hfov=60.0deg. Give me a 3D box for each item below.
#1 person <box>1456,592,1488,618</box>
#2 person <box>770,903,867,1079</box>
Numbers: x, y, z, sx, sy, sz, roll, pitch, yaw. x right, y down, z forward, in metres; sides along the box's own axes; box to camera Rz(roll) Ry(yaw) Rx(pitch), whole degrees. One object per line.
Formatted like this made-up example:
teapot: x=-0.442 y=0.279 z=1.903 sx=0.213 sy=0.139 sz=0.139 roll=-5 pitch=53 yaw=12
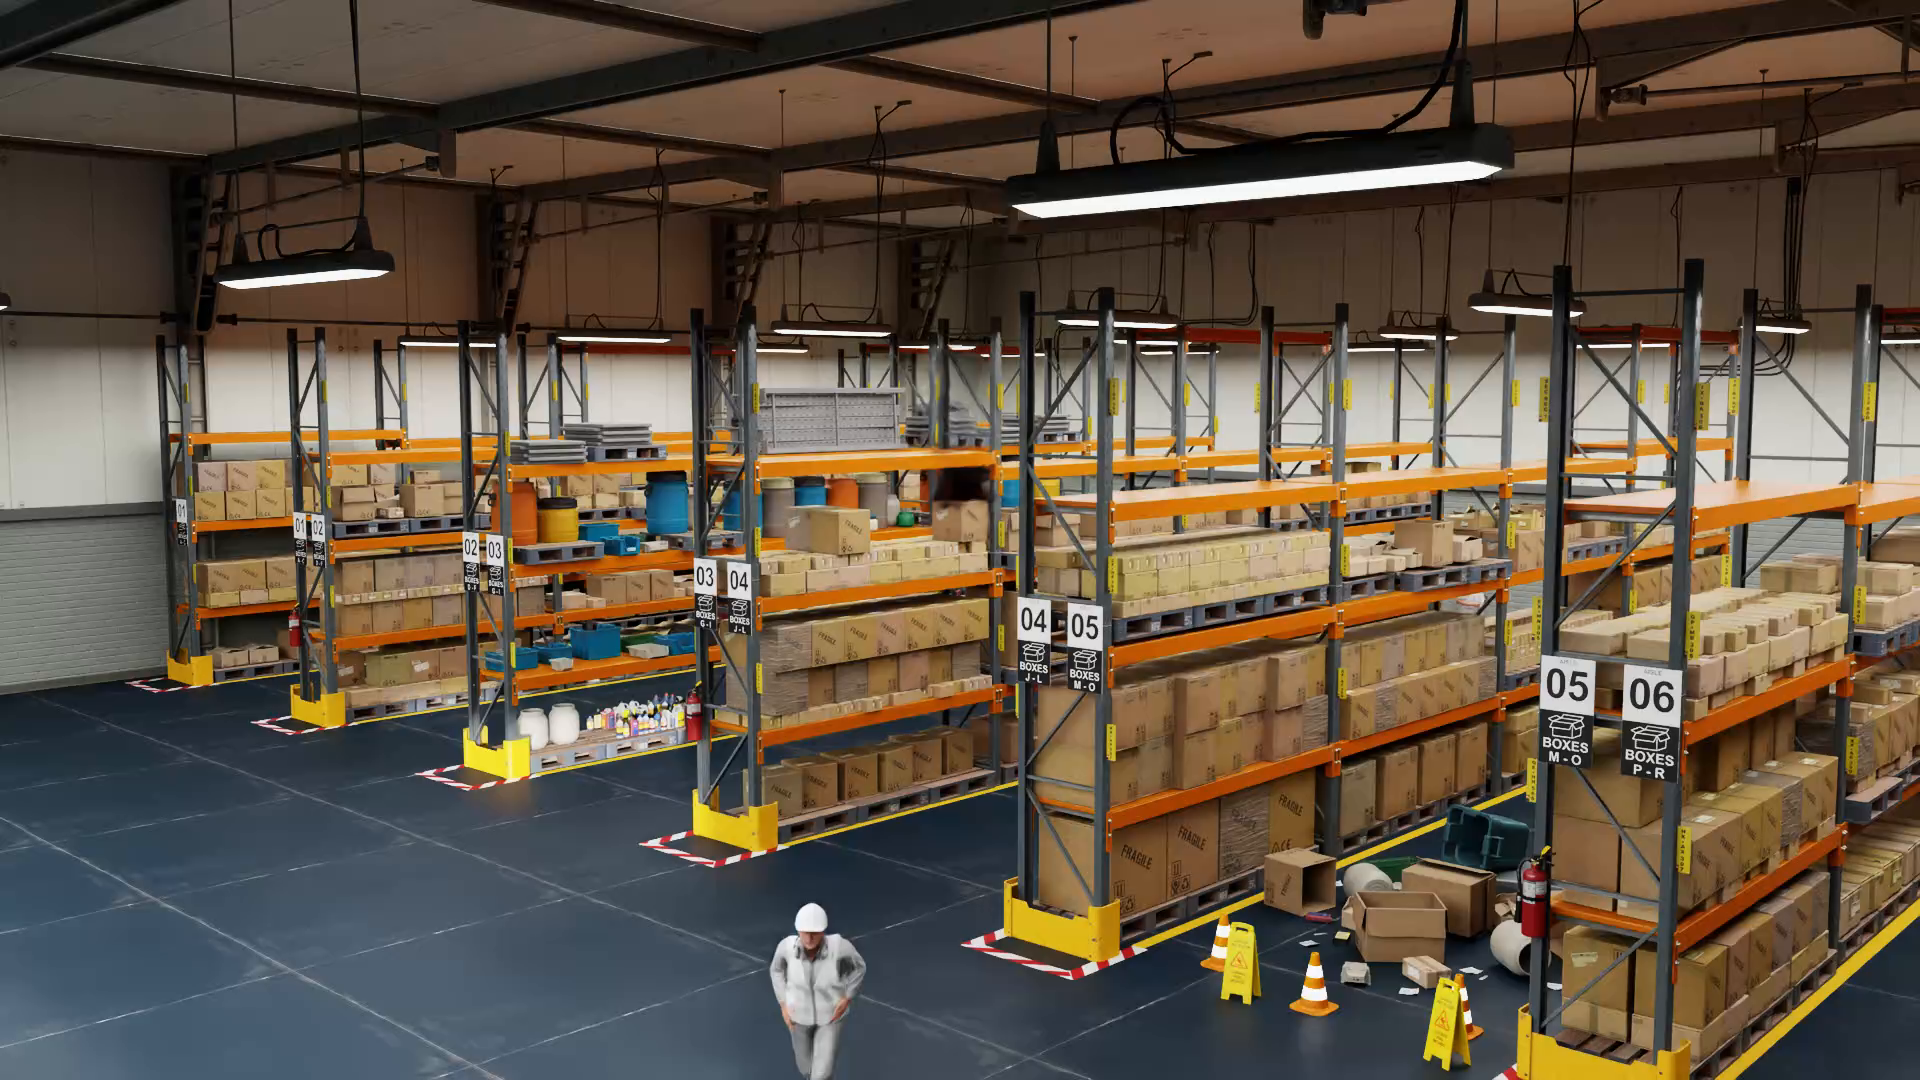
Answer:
person: x=9.501 y=1.424 z=30.966 sx=0.709 sy=1.863 sz=0.657 roll=-3 pitch=6 yaw=-26
person: x=-0.972 y=3.264 z=11.476 sx=0.664 sy=1.725 sz=0.950 roll=0 pitch=5 yaw=-1
